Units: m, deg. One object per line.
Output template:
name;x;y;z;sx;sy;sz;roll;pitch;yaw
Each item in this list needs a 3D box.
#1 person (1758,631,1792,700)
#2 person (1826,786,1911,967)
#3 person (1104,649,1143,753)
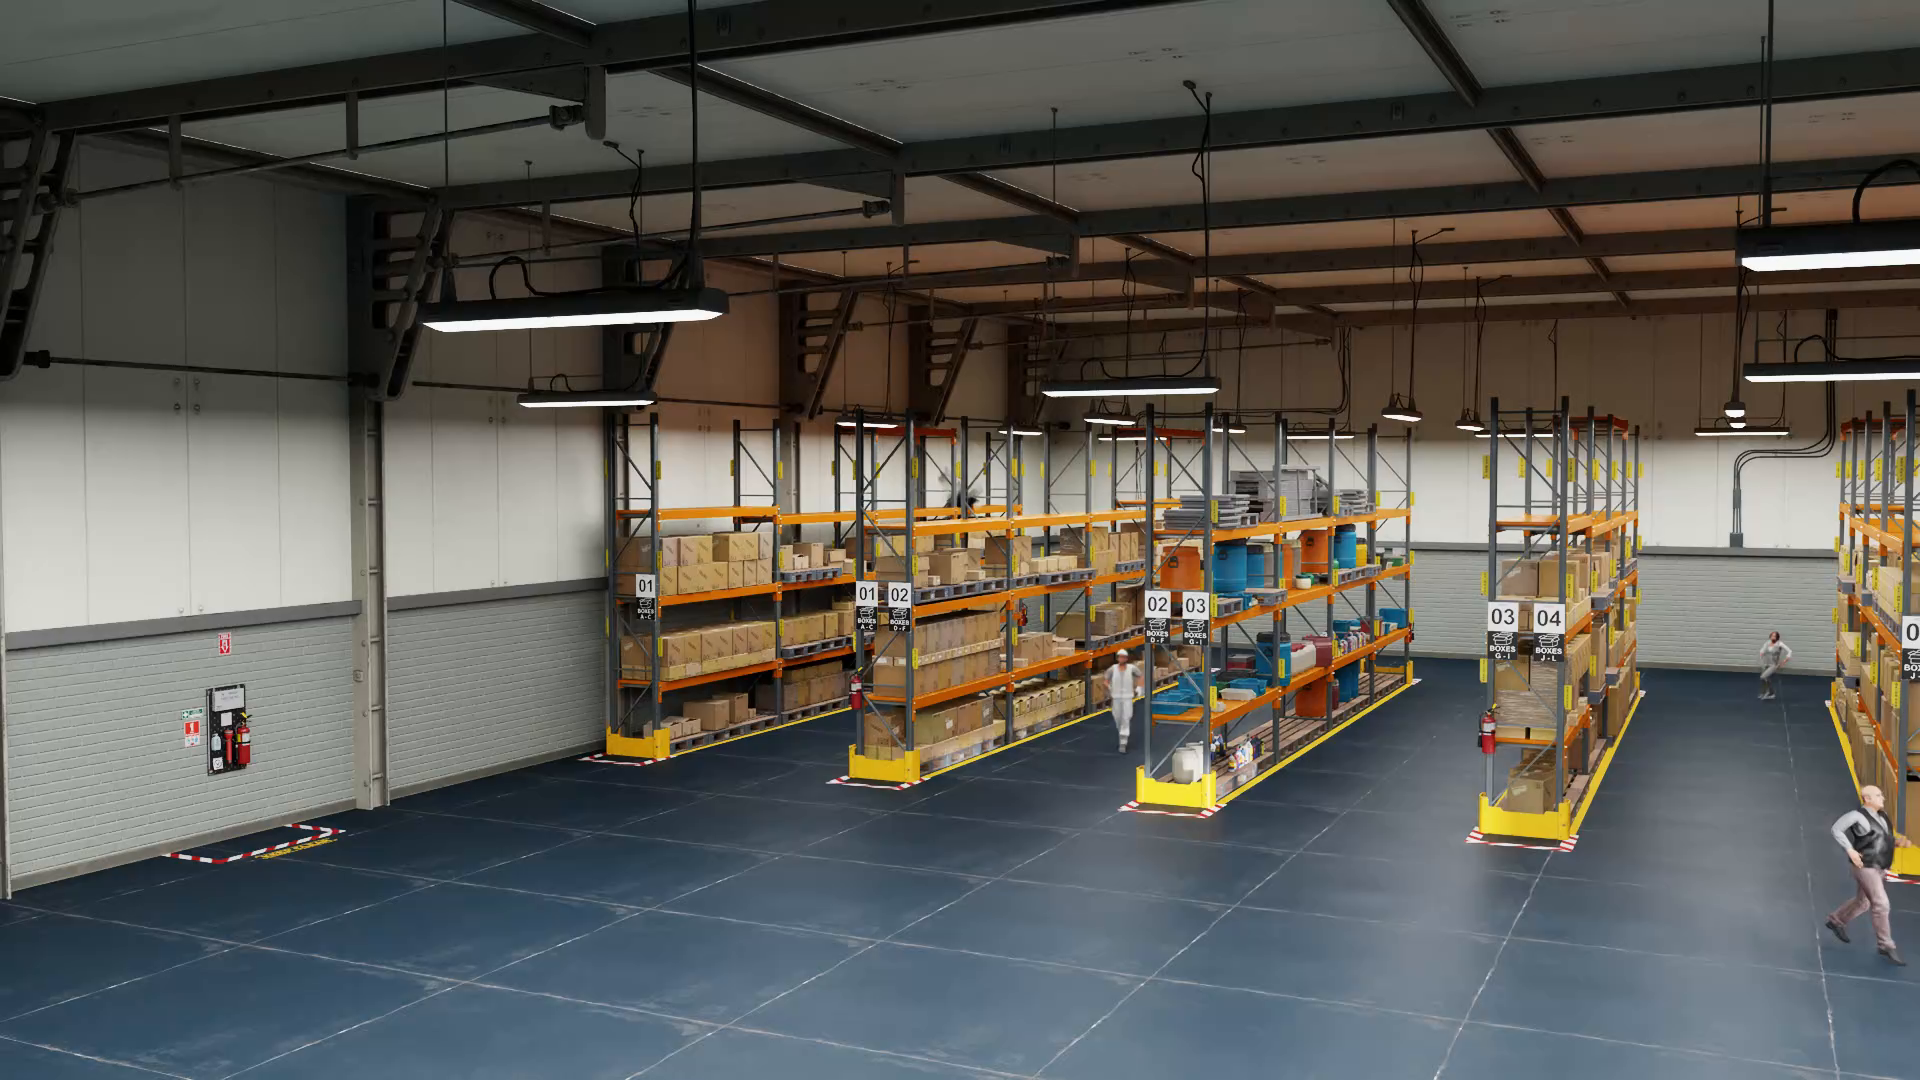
person;17.615;2.730;36.054;0.649;1.535;0.677;-1;3;-24
person;9.377;3.409;17.162;0.652;1.761;0.898;-2;3;-34
person;2.897;2.834;29.639;0.675;1.783;1.005;1;2;14
